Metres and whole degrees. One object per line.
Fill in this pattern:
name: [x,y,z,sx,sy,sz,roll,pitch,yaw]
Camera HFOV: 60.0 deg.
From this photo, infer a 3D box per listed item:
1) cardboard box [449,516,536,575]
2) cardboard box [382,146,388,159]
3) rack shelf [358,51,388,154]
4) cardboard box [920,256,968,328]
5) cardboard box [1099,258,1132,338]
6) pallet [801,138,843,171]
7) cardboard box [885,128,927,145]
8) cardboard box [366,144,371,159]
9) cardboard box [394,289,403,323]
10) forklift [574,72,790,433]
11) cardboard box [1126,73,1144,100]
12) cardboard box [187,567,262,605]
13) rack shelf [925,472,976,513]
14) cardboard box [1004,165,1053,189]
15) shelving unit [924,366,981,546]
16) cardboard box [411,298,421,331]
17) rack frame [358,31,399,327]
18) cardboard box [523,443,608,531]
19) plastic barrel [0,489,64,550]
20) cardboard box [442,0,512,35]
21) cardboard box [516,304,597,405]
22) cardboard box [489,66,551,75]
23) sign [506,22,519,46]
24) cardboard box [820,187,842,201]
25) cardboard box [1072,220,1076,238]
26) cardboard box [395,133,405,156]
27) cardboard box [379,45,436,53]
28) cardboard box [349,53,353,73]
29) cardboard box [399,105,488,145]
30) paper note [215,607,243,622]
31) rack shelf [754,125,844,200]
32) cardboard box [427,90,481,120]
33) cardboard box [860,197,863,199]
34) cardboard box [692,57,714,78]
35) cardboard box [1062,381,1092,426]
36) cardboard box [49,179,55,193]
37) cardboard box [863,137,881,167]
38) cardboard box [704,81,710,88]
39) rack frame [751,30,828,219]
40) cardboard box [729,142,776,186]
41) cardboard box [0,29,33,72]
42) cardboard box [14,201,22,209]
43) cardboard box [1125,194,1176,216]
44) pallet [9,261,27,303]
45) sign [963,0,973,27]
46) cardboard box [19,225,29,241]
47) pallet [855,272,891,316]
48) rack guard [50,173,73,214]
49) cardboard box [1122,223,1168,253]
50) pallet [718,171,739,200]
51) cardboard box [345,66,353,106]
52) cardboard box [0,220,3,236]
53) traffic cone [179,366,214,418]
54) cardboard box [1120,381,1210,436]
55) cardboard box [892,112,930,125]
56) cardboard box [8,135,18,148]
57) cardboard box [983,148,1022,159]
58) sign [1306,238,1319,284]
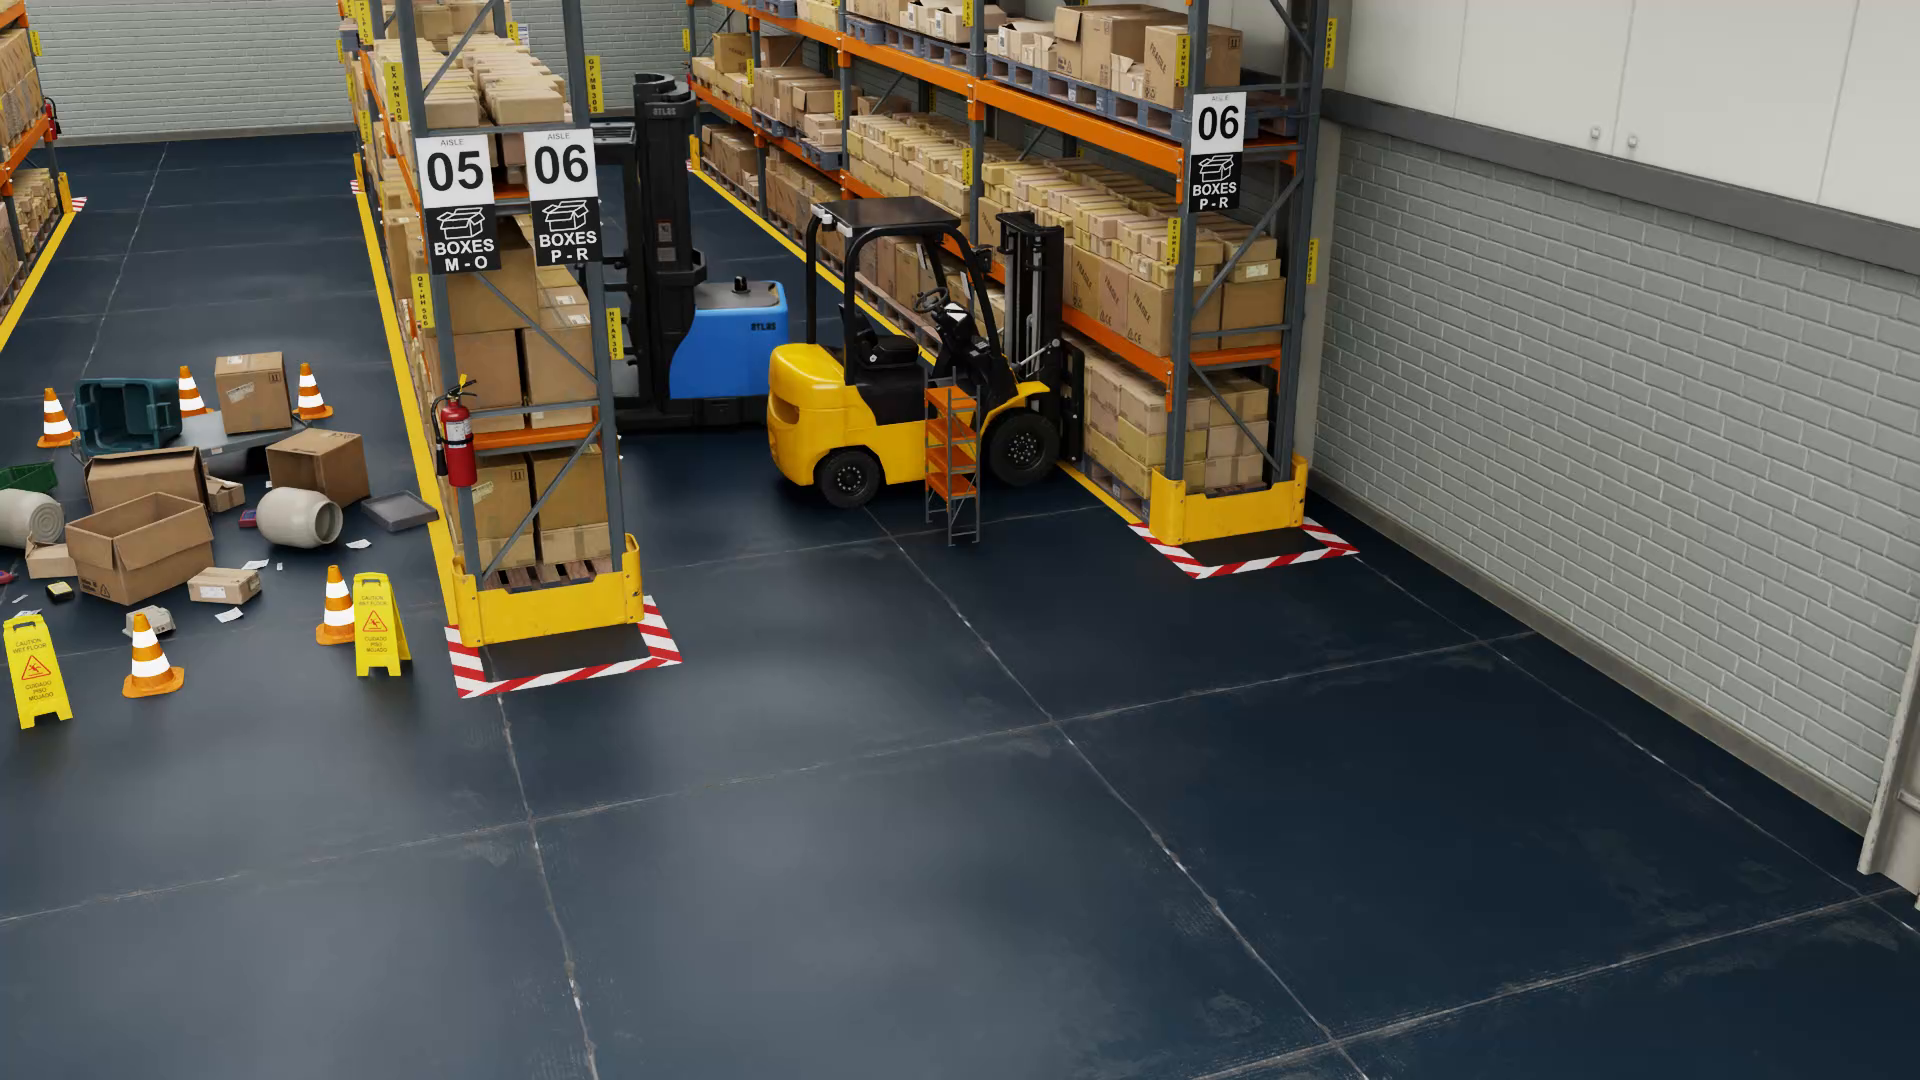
cardboard box: [-3.199,0.005,11.376,0.500,0.250,0.500,-8,24,-19]
cardboard box: [-4.983,-3.328,15.232,0.500,0.500,0.500,-9,25,-21]
rack shelf: [-4.772,-4.034,15.024,1.077,0.370,4.000,-8,24,-19]
cardboard box: [0.115,-2.509,16.859,0.875,0.625,0.625,-9,24,-20]
cardboard box: [1.395,-1.864,12.683,0.500,0.500,0.500,-8,24,-17]
pallet: [-1.142,-4.541,19.408,1.213,0.211,1.003,-8,24,-19]
cardboard box: [-0.568,-4.214,17.423,0.380,0.149,0.250,-8,24,-18]
cardboard box: [-6.272,-4.382,18.333,0.500,0.250,0.500,-9,24,-20]
cardboard box: [-5.289,-2.486,17.129,0.950,0.372,0.625,-10,25,-23]
forklift: [-3.025,-2.449,14.287,3.031,2.935,1.130,-3,23,-8]
cardboard box: [1.413,-3.251,11.894,0.380,0.149,0.250,-9,24,-21]
cardboard box: [-5.005,0.312,11.319,0.380,0.149,0.250,4,23,9]
rack shelf: [-0.058,-0.368,12.263,0.258,0.148,0.480,-8,24,-19]
cardboard box: [0.605,-3.184,14.596,0.380,0.149,0.250,-8,24,-18]
shelving unit: [-0.059,-0.613,12.160,0.258,1.200,0.503,-8,24,-19]
cardboard box: [-3.807,-1.878,12.333,0.500,0.500,0.500,-9,24,-19]
rack frame: [-5.479,-3.710,17.191,1.000,3.000,0.127,-8,24,-19]
cardboard box: [-2.688,-0.415,11.407,0.500,0.500,0.500,-9,25,-21]
plastic barrel: [-6.825,-0.152,12.066,0.512,0.421,0.421,8,24,18]
cardboard box: [-4.083,-4.441,14.071,0.500,0.250,0.500,-9,24,-20]
cardboard box: [-2.561,-1.197,10.715,0.500,0.500,0.500,-9,24,-20]
cardboard box: [-2.934,-3.068,11.101,0.380,0.149,0.250,-8,24,-18]
sign: [-3.561,-3.954,13.243,0.100,0.325,0.005,-8,24,-19]
cardboard box: [-1.476,-4.177,20.140,0.380,0.149,0.250,-8,24,-17]
cardboard box: [1.125,-2.484,13.318,0.380,0.149,0.250,-9,24,-19]
cardboard box: [-3.625,-2.713,11.286,0.380,0.149,0.250,-9,24,-20]
cardboard box: [-4.056,-3.544,12.231,0.380,0.149,0.250,-9,25,-21]
cardboard box: [-7.317,-5.804,20.742,0.500,0.500,0.500,-9,24,-19]
cardboard box: [-3.250,-2.587,10.475,0.500,0.250,0.500,-9,24,-20]
paper note: [-4.849,0.494,11.038,0.148,0.019,0.142,-18,29,-37]
rack shelf: [-1.543,-4.788,20.674,1.077,0.370,4.000,-8,24,-19]
cardboard box: [-3.104,-2.619,10.036,0.380,0.149,0.250,-8,24,-18]
cardboard box: [-1.065,-3.999,20.553,0.500,0.500,0.500,-7,24,-16]
cardboard box: [-3.755,-7.165,25.199,0.500,0.250,0.500,-8,24,-19]
cardboard box: [1.156,-1.145,13.460,0.500,0.250,0.500,-9,24,-20]
cardboard box: [-12.447,-4.765,22.441,0.380,0.149,0.250,-9,24,-20]
cardboard box: [-0.733,-4.177,17.848,0.500,0.250,0.500,-8,24,-17]
cardboard box: [-3.670,-6.940,25.178,0.380,0.149,0.250,-8,24,-18]
rack frame: [-2.250,-5.846,22.258,1.000,3.000,0.127,-8,24,-19]
cardboard box: [-2.903,-5.413,23.908,0.700,0.500,0.500,-9,25,-21]
cardboard box: [-12.506,-6.413,21.804,0.500,0.500,0.500,-9,24,-20]
cardboard box: [-11.706,-4.040,20.338,0.380,0.149,0.250,-9,24,-20]
cardboard box: [1.551,-2.685,13.412,0.380,0.149,0.250,-8,24,-19]
pallet: [-11.211,-2.880,18.811,1.003,0.211,1.213,-8,24,-19]
sign: [0.072,-4.627,14.432,0.100,0.325,0.005,-8,24,-19]
cardboard box: [-11.316,-3.640,19.771,0.380,0.149,0.250,-7,24,-17]
pallet: [-0.582,-2.803,18.629,1.003,0.211,1.213,-8,24,-19]
rack guard: [-12.873,-4.722,22.809,1.175,0.500,0.348,-8,24,-19]
cardboard box: [1.432,-2.246,12.369,0.380,0.149,0.250,-8,24,-18]
pallet: [-2.926,-5.255,24.445,1.003,0.211,1.213,-8,24,-19]
cardboard box: [-8.404,-6.449,23.561,0.500,0.500,0.500,-9,24,-19]
cardboard box: [-10.818,-3.410,18.191,0.500,0.250,0.500,-7,24,-16]
traffic cone: [-6.852,-1.314,14.773,0.336,0.463,0.334,-8,24,-19]
cardboard box: [1.535,-0.997,12.467,0.500,0.250,0.500,-8,24,-17]
cardboard box: [-0.532,-4.647,18.450,0.380,0.149,0.250,-8,24,-17]
cardboard box: [-11.704,-4.853,20.226,0.380,0.149,0.250,-8,24,-18]
cardboard box: [0.410,-3.727,16.266,0.380,0.149,0.250,-9,24,-20]
sign: [2.511,-1.995,11.905,0.100,0.325,0.005,-8,24,-19]
